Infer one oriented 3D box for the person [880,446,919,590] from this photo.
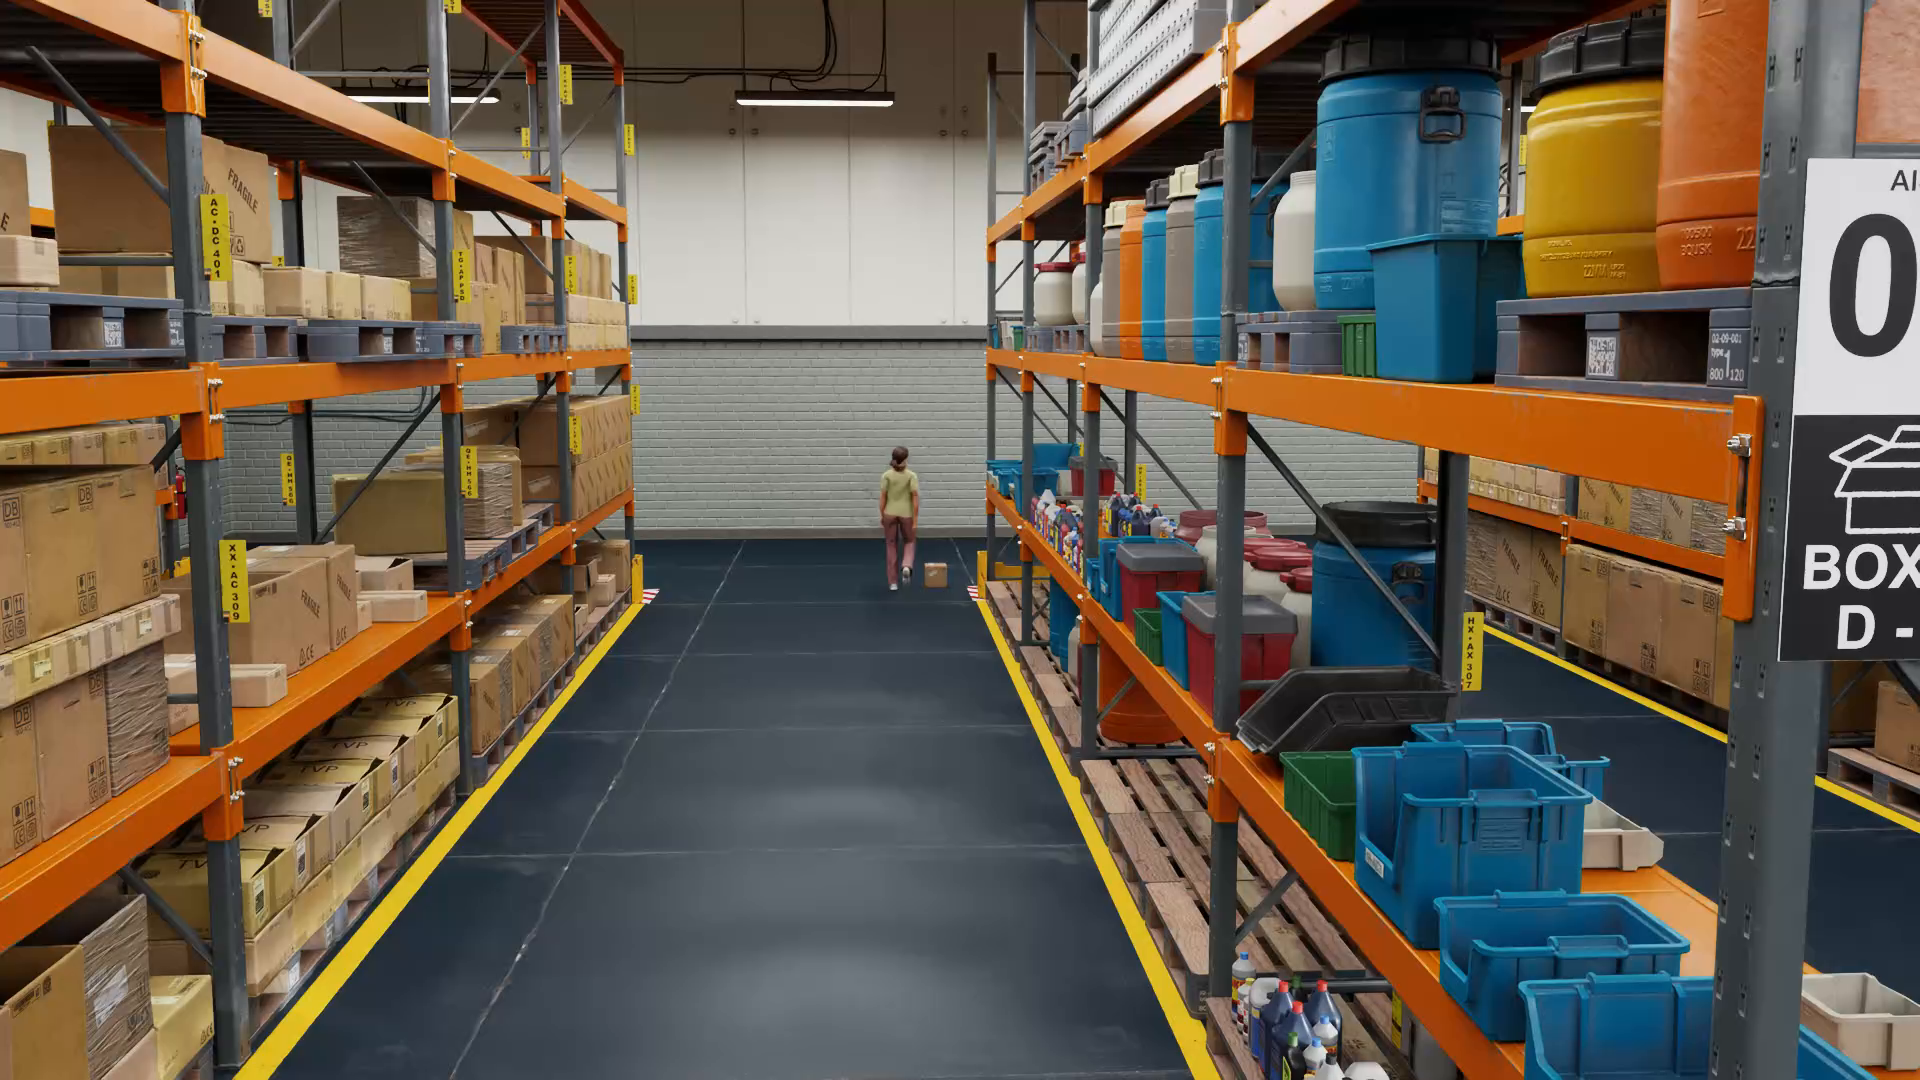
[{"bbox_3d":[-0.697,-0.253,19.186,0.455,1.664,0.473,0,7,-3],"label":"person"}]
